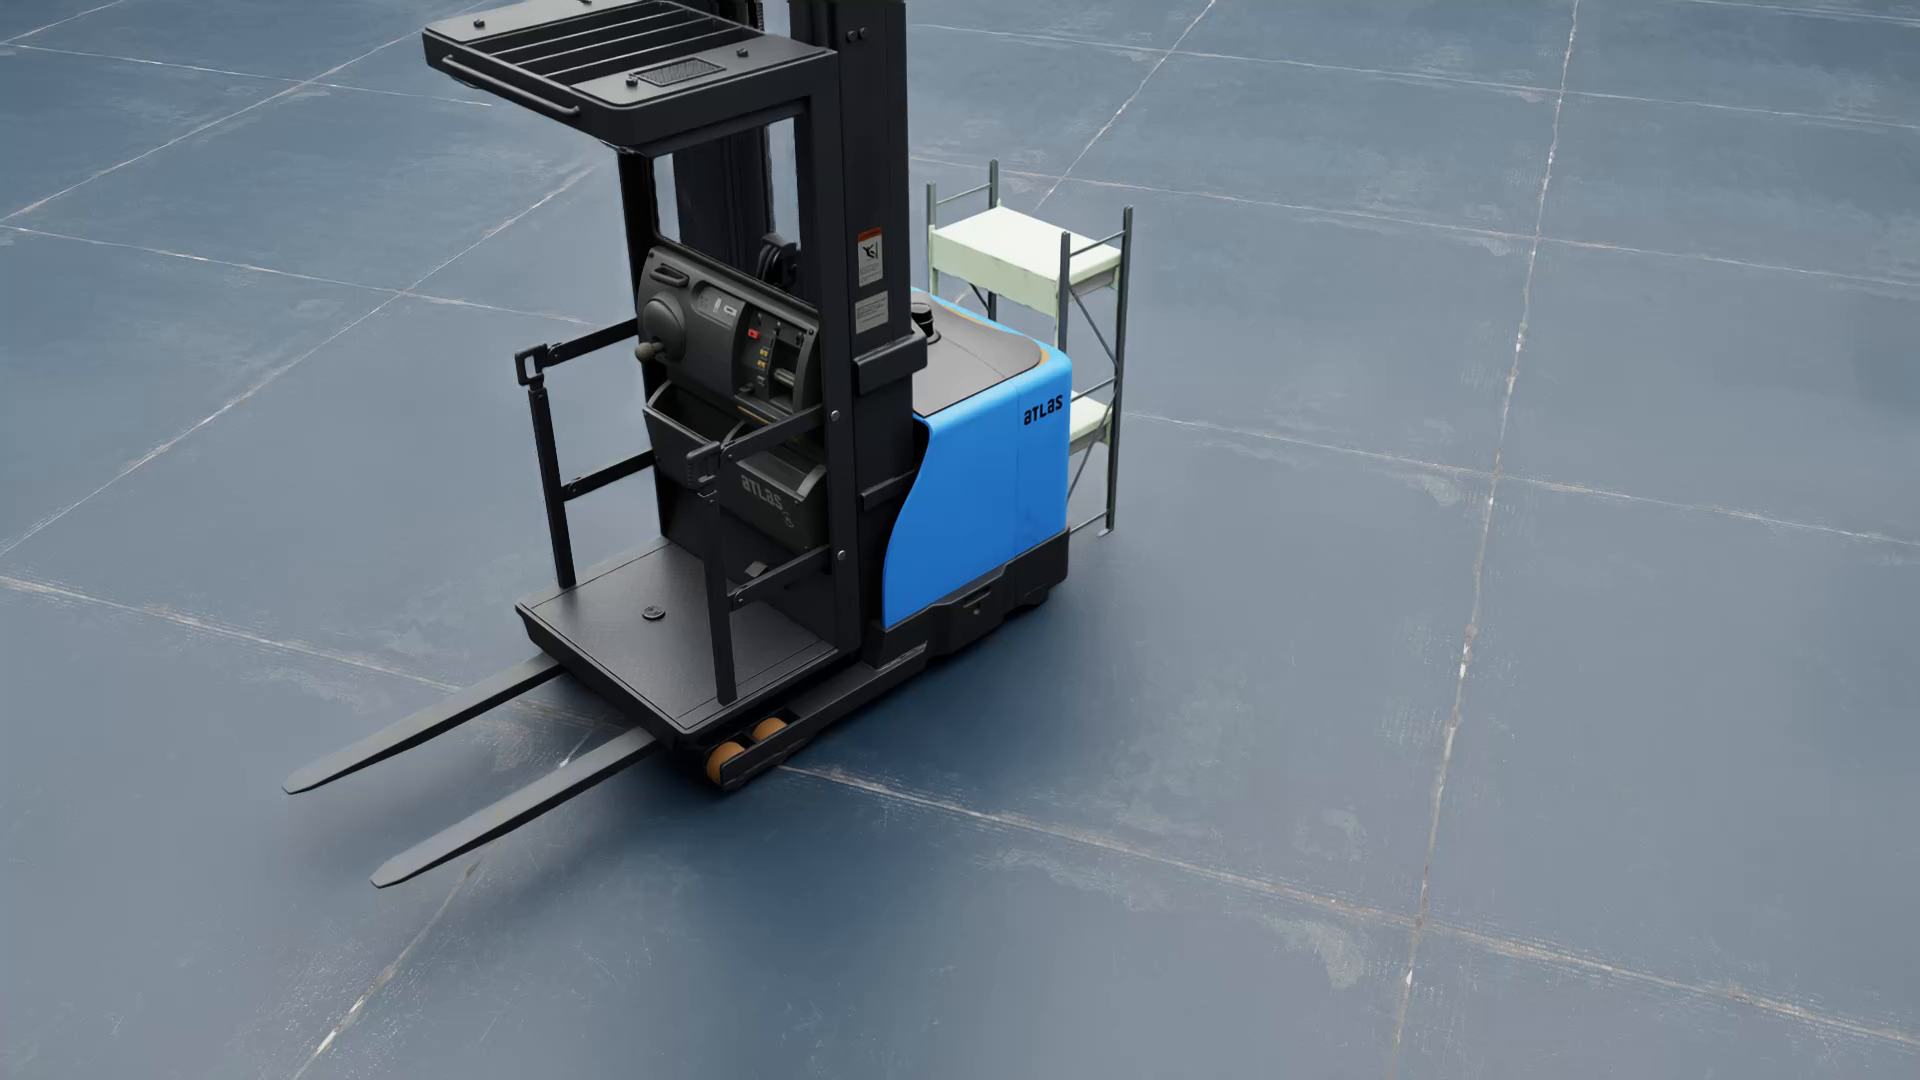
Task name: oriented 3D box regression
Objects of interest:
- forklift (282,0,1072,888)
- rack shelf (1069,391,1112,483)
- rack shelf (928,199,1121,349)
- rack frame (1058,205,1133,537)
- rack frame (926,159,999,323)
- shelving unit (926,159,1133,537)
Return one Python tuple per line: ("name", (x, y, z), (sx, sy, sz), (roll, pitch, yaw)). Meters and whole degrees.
("forklift", (-0.958, -0.666, 5.580), (3.031, 2.935, 1.130), (-28, 42, -36))
("rack shelf", (0.271, -0.471, 7.197), (0.431, 0.370, 0.720), (-28, 42, -36))
("rack shelf", (0.271, -1.072, 6.809), (0.431, 0.370, 0.720), (-28, 42, -36))
("rack frame", (0.530, -0.604, 6.803), (0.400, 1.500, 0.023), (-28, 42, -36))
("rack frame", (0.013, -0.885, 7.238), (0.400, 1.500, 0.023), (-28, 42, -36))
("shelving unit", (0.271, -0.744, 7.020), (0.431, 1.500, 0.755), (-28, 42, -36))
